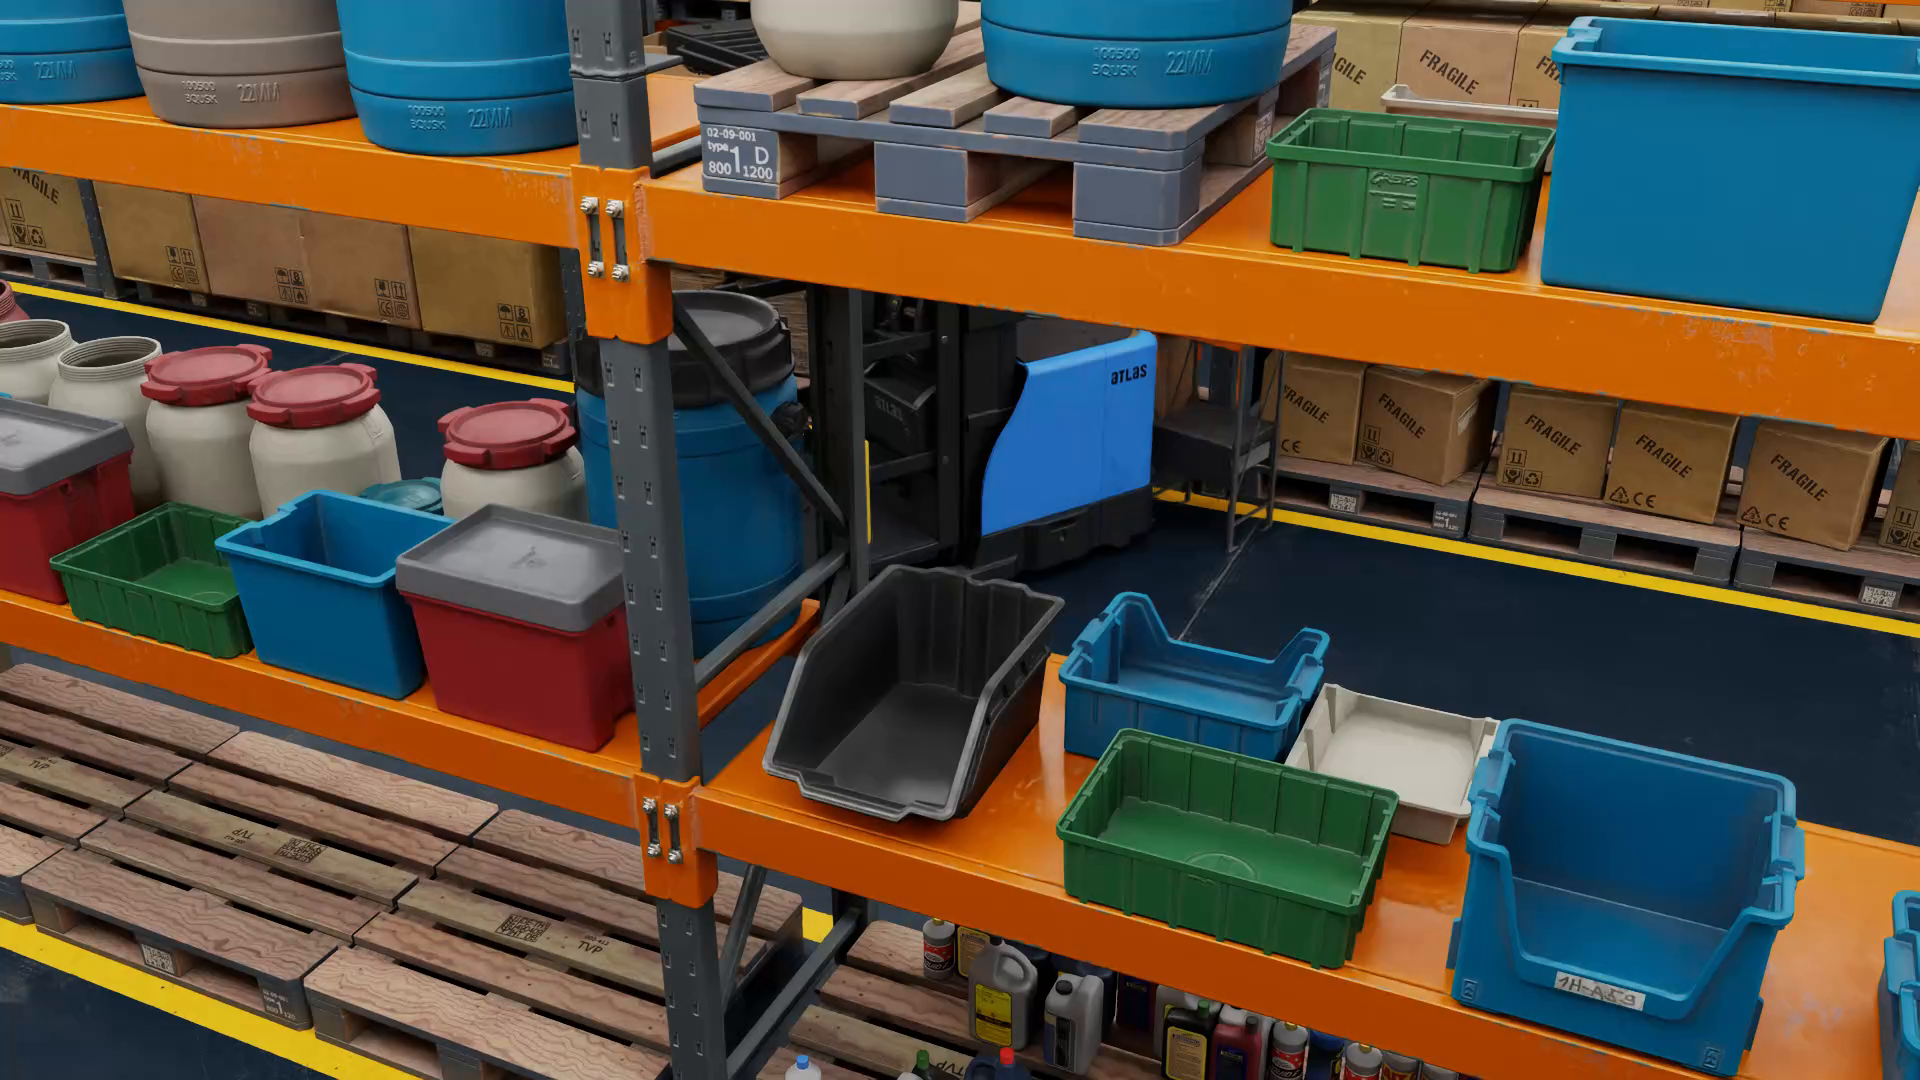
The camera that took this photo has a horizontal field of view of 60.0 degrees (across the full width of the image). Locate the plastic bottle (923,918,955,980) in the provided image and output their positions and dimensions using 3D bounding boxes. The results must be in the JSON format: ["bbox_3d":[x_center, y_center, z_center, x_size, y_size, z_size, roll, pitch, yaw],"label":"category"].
[{"bbox_3d":[-0.064,1.222,5.041,0.097,0.201,0.097,0,26,0],"label":"plastic bottle"}]

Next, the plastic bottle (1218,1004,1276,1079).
[{"bbox_3d":[0.798,1.375,4.646,0.135,0.276,0.152,12,29,23],"label":"plastic bottle"}]

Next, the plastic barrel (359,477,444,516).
[{"bbox_3d":[-1.664,-0.018,5.048,0.301,0.262,0.301,0,26,0],"label":"plastic barrel"}]

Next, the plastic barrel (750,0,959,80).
[{"bbox_3d":[-0.212,-1.203,3.300,0.421,0.512,0.421,0,26,0],"label":"plastic barrel"}]

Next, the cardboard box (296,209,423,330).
[{"bbox_3d":[-3.542,-2.035,10.918,0.875,0.875,1.225,11,28,22],"label":"cardboard box"}]

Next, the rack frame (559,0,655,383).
[{"bbox_3d":[-2.114,-2.500,9.931,0.127,3.000,1.000,11,28,22],"label":"rack frame"}]

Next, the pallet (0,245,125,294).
[{"bbox_3d":[-6.415,-2.150,12.379,1.213,0.211,1.003,11,28,22],"label":"pallet"}]

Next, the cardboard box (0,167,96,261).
[{"bbox_3d":[-6.323,-2.619,12.103,0.875,0.875,0.875,11,28,22],"label":"cardboard box"}]

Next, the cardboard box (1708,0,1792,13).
[{"bbox_3d":[5.463,-3.913,11.409,0.500,0.550,0.875,11,28,22],"label":"cardboard box"}]

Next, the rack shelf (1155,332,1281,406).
[{"bbox_3d":[1.245,-0.997,7.925,0.480,0.518,0.431,21,34,36],"label":"rack shelf"}]

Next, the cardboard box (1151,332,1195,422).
[{"bbox_3d":[0.977,-0.965,9.146,0.500,0.500,0.700,9,28,18],"label":"cardboard box"}]

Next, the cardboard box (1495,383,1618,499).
[{"bbox_3d":[2.997,-0.562,8.351,0.500,0.500,0.500,9,28,17],"label":"cardboard box"}]

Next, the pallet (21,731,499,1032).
[{"bbox_3d":[-2.368,1.124,5.728,1.213,0.211,1.003,11,28,22],"label":"pallet"}]

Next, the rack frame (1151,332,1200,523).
[{"bbox_3d":[1.061,-1.080,8.063,0.015,2.100,0.400,21,34,36],"label":"rack frame"}]

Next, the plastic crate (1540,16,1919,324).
[{"bbox_3d":[1.258,-0.611,2.718,0.575,0.384,0.392,11,28,22],"label":"plastic crate"}]

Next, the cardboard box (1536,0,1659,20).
[{"bbox_3d":[2.961,-2.241,7.823,0.500,0.500,0.500,11,28,22],"label":"cardboard box"}]

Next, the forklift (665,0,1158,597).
[{"bbox_3d":[-0.563,-1.129,7.225,3.031,2.935,1.130,-17,31,-30],"label":"forklift"}]

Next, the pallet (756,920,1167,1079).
[{"bbox_3d":[0.071,1.614,4.733,1.213,0.211,1.003,11,28,22],"label":"pallet"}]

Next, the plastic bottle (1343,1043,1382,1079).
[{"bbox_3d":[1.104,1.457,4.565,0.097,0.201,0.097,0,26,0],"label":"plastic bottle"}]

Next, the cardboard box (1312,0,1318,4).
[{"bbox_3d":[2.627,-3.869,12.600,0.500,0.500,0.500,11,28,21],"label":"cardboard box"}]

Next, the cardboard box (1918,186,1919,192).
[{"bbox_3d":[4.174,-1.370,7.187,0.500,0.500,0.875,11,28,22],"label":"cardboard box"}]

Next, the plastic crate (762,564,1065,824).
[{"bbox_3d":[-0.099,0.398,4.116,0.504,0.338,0.767,11,28,22],"label":"plastic crate"}]

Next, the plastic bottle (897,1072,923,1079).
[{"bbox_3d":[-0.109,1.531,4.331,0.135,0.276,0.152,12,29,24],"label":"plastic bottle"}]

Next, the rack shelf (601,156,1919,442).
[{"bbox_3d":[1.298,-0.434,3.154,4.000,0.370,1.077,11,28,22],"label":"rack shelf"}]

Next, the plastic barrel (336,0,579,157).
[{"bbox_3d":[-1.076,-1.353,3.639,0.708,0.901,0.600,11,28,22],"label":"plastic barrel"}]

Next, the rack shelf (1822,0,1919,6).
[{"bbox_3d":[3.348,-2.426,7.199,4.000,0.370,1.077,11,28,22],"label":"rack shelf"}]

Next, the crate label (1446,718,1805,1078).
[{"bbox_3d":[1.331,0.711,3.370,0.616,0.435,0.502,11,28,22],"label":"crate label"}]

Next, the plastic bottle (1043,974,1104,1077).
[{"bbox_3d":[0.319,1.349,4.700,0.135,0.276,0.152,11,28,22],"label":"plastic bottle"}]

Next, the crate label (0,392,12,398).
[{"bbox_3d":[-3.372,-0.234,5.288,0.616,0.435,0.502,11,28,22],"label":"crate label"}]

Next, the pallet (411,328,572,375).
[{"bbox_3d":[-2.800,-1.423,10.901,1.213,0.211,1.003,11,28,22],"label":"pallet"}]

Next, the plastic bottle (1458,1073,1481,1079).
[{"bbox_3d":[1.398,1.470,4.445,0.133,0.283,0.061,12,29,23],"label":"plastic bottle"}]

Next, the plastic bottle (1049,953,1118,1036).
[{"bbox_3d":[0.357,1.251,4.813,0.185,0.351,0.144,10,28,19],"label":"plastic bottle"}]

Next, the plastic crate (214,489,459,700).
[{"bbox_3d":[-1.656,0.154,4.560,0.575,0.384,0.392,11,28,22],"label":"plastic crate"}]

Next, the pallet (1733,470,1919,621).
[{"bbox_3d":[4.375,0.038,7.935,1.213,0.211,1.003,11,28,22],"label":"pallet"}]

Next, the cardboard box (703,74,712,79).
[{"bbox_3d":[-1.056,-2.588,9.523,0.500,0.500,0.700,16,30,29],"label":"cardboard box"}]

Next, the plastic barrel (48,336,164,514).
[{"bbox_3d":[-2.756,-0.379,5.497,0.421,0.512,0.421,0,26,0],"label":"plastic barrel"}]

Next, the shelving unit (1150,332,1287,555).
[{"bbox_3d":[1.245,-1.009,7.919,0.503,2.100,0.431,21,34,36],"label":"shelving unit"}]

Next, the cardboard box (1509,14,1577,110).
[{"bbox_3d":[2.742,-2.028,7.392,0.500,0.500,0.500,11,28,22],"label":"cardboard box"}]

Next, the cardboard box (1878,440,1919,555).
[{"bbox_3d":[4.607,-0.225,7.665,0.500,0.500,0.500,17,31,31],"label":"cardboard box"}]

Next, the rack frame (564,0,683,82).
[{"bbox_3d":[-0.523,-2.468,3.075,0.127,3.000,1.000,11,28,22],"label":"rack frame"}]

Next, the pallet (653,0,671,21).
[{"bbox_3d":[-2.974,-4.923,15.069,1.213,0.211,1.003,11,28,22],"label":"pallet"}]

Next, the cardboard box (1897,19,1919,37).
[{"bbox_3d":[4.328,-1.968,7.270,0.500,0.500,0.500,11,28,22],"label":"cardboard box"}]
